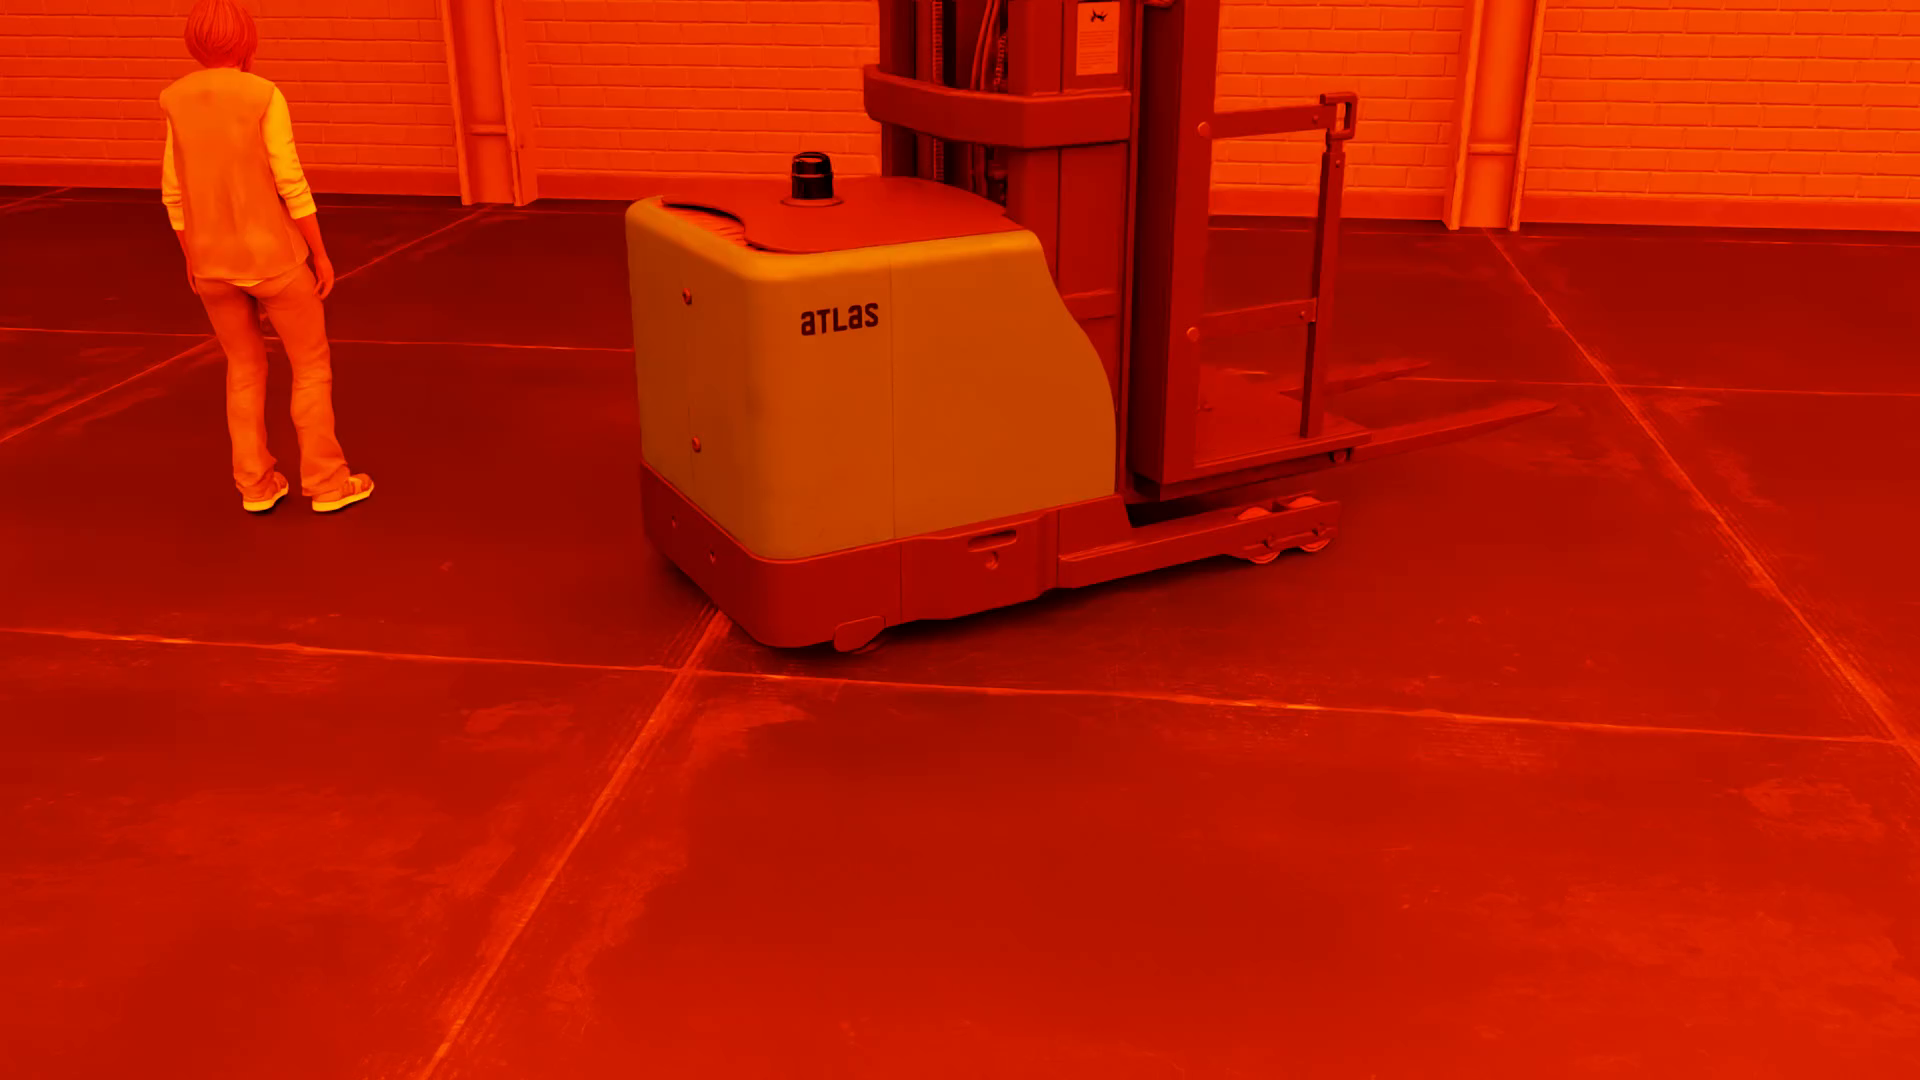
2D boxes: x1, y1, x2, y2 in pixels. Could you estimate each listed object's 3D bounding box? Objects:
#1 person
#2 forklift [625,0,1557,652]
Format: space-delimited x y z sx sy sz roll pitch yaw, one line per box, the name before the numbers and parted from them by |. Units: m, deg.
person | -2.191 -0.853 5.167 0.474 1.592 0.348 2 22 5
forklift | 0.578 -1.447 4.847 3.031 2.935 1.130 -12 25 -27
